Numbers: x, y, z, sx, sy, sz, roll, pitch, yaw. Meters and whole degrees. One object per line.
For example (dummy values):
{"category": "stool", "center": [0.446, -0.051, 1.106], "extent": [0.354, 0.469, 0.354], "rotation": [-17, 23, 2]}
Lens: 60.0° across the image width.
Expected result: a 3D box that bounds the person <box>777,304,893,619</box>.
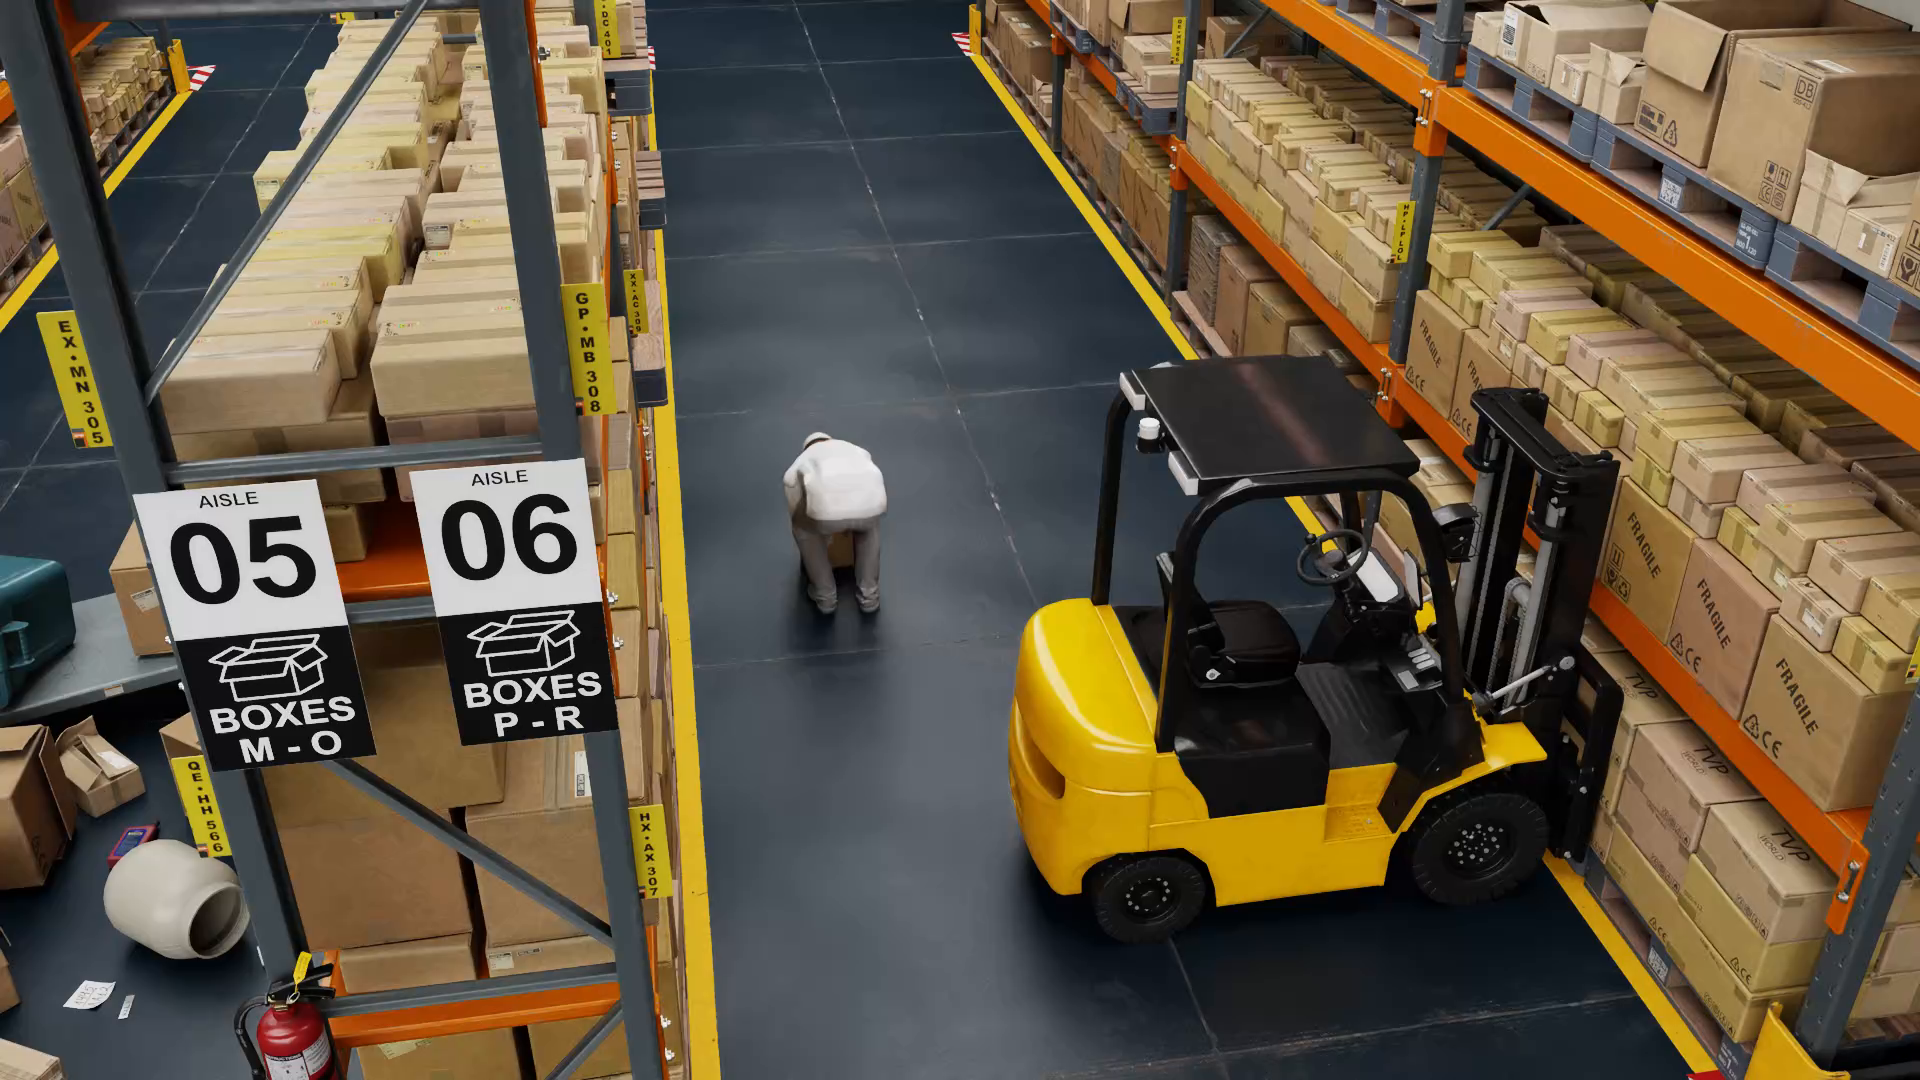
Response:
{"category": "person", "center": [-0.659, -0.396, 8.792], "extent": [0.615, 1.760, 0.457], "rotation": [-7, 31, -12]}
